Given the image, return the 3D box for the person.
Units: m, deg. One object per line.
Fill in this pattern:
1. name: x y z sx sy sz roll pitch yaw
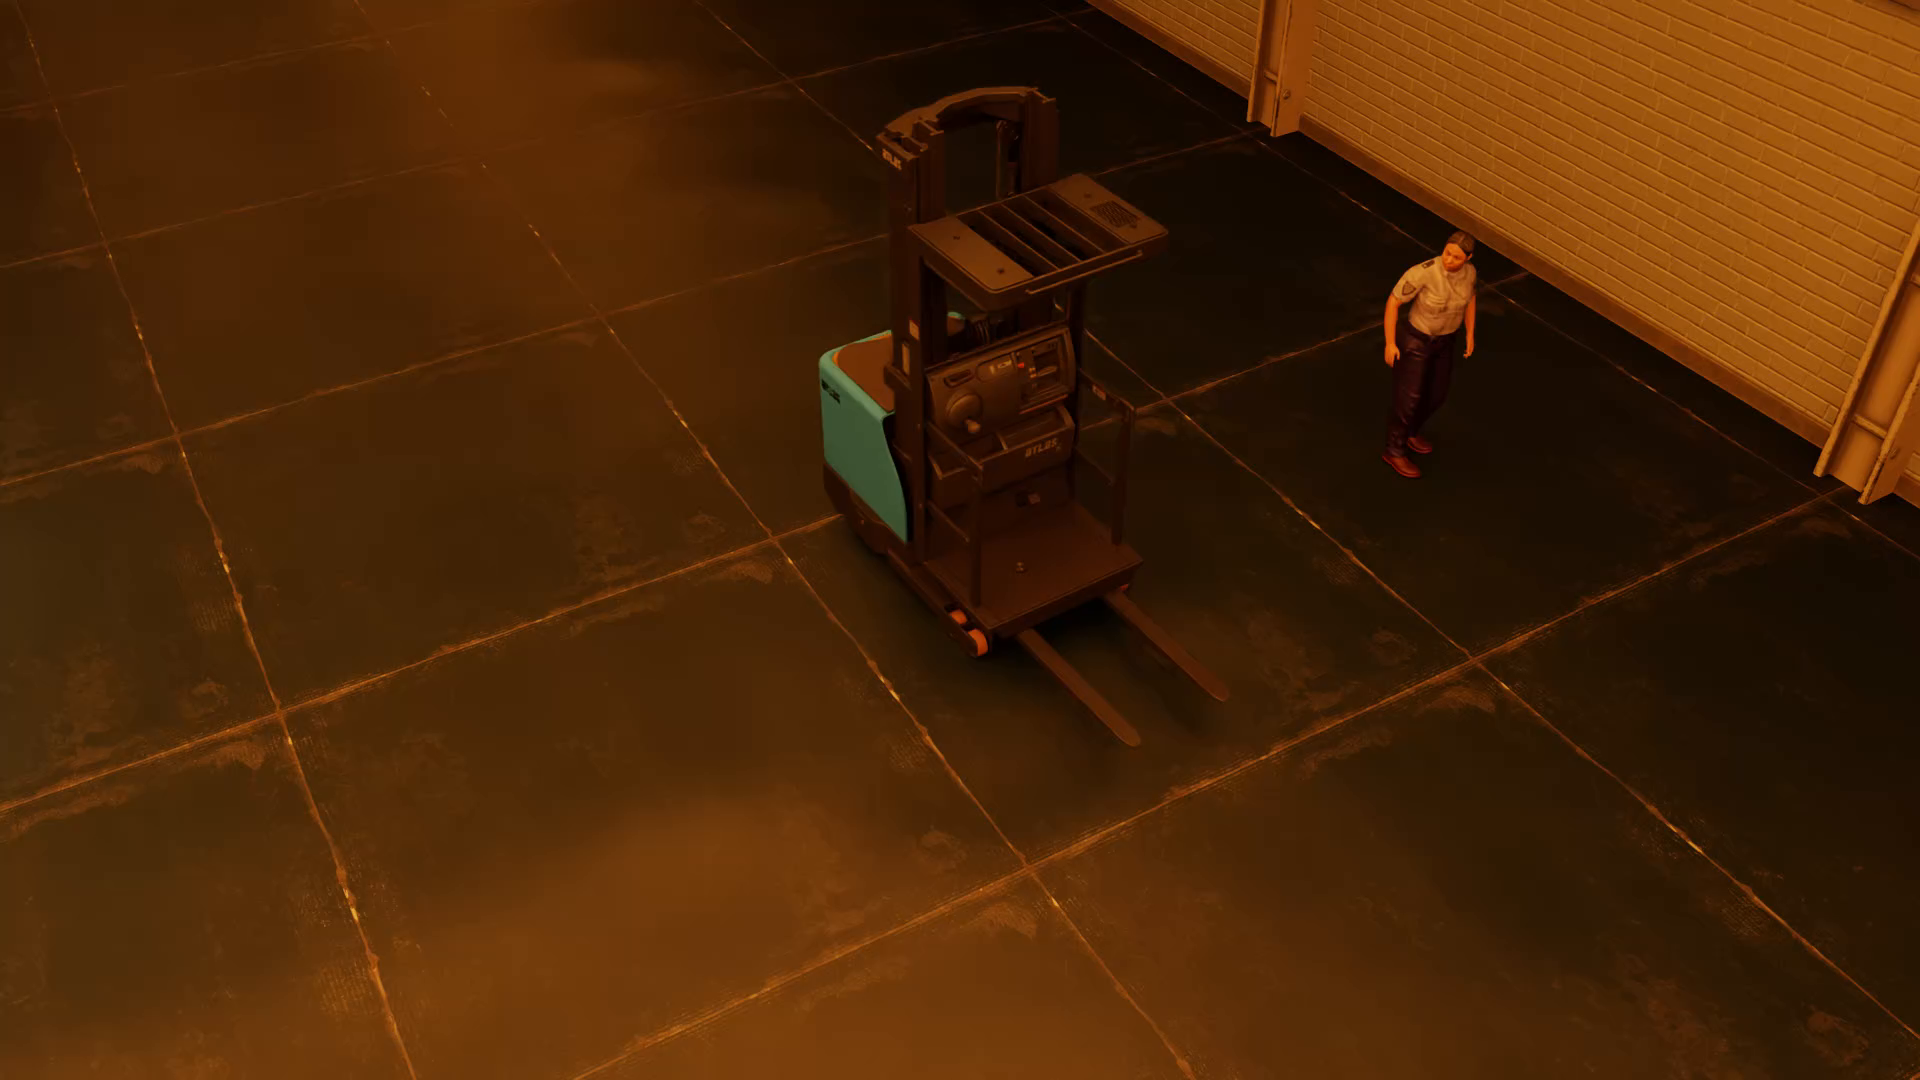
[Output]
1. person: 2.940 -1.208 10.503 0.471 1.651 0.468 9 40 10

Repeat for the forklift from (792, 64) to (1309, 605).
1. forklift: 0.585 -1.104 9.367 3.031 2.935 1.130 4 40 5
